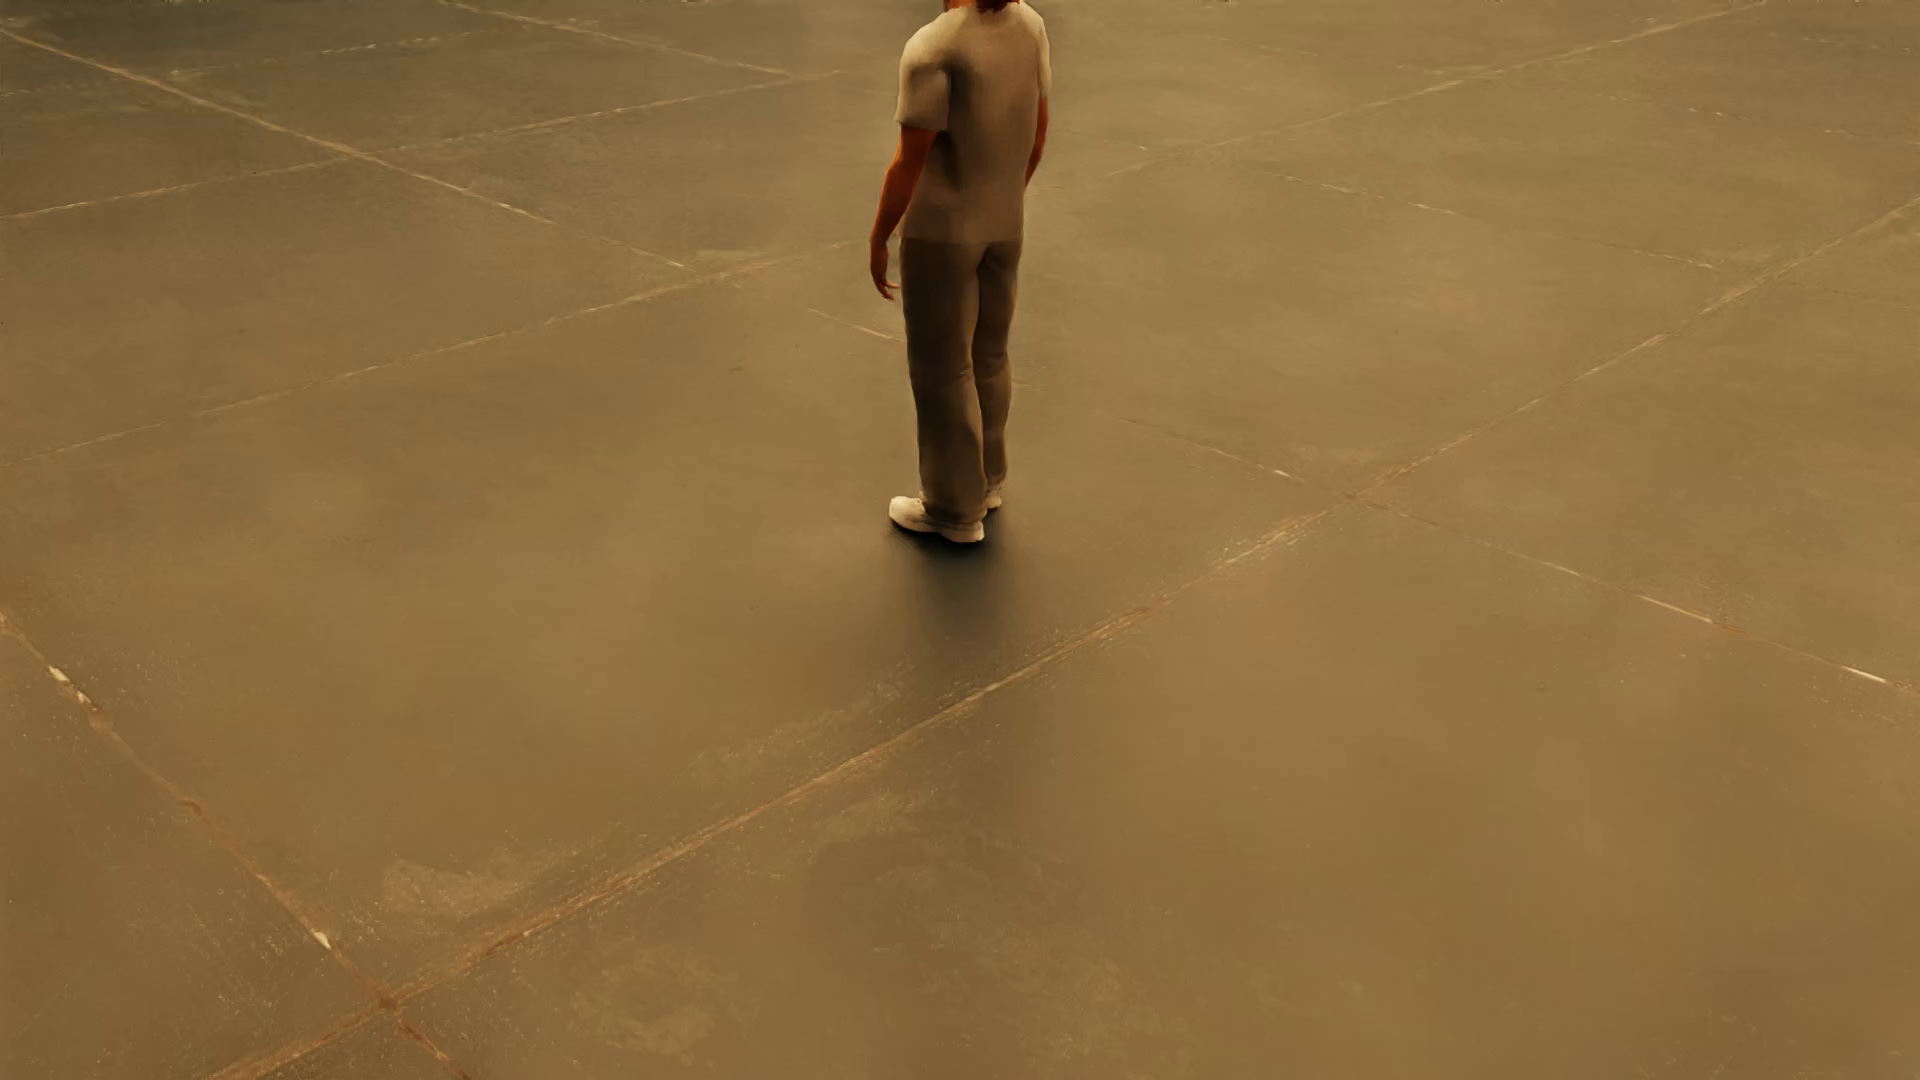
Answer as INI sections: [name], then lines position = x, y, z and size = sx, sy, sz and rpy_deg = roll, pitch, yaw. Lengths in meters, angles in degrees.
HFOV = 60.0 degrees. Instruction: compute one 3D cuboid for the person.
[person]
position = -0.043, -0.786, 4.226
size = 0.550, 1.674, 0.548
rpy_deg = -24, 35, -39
